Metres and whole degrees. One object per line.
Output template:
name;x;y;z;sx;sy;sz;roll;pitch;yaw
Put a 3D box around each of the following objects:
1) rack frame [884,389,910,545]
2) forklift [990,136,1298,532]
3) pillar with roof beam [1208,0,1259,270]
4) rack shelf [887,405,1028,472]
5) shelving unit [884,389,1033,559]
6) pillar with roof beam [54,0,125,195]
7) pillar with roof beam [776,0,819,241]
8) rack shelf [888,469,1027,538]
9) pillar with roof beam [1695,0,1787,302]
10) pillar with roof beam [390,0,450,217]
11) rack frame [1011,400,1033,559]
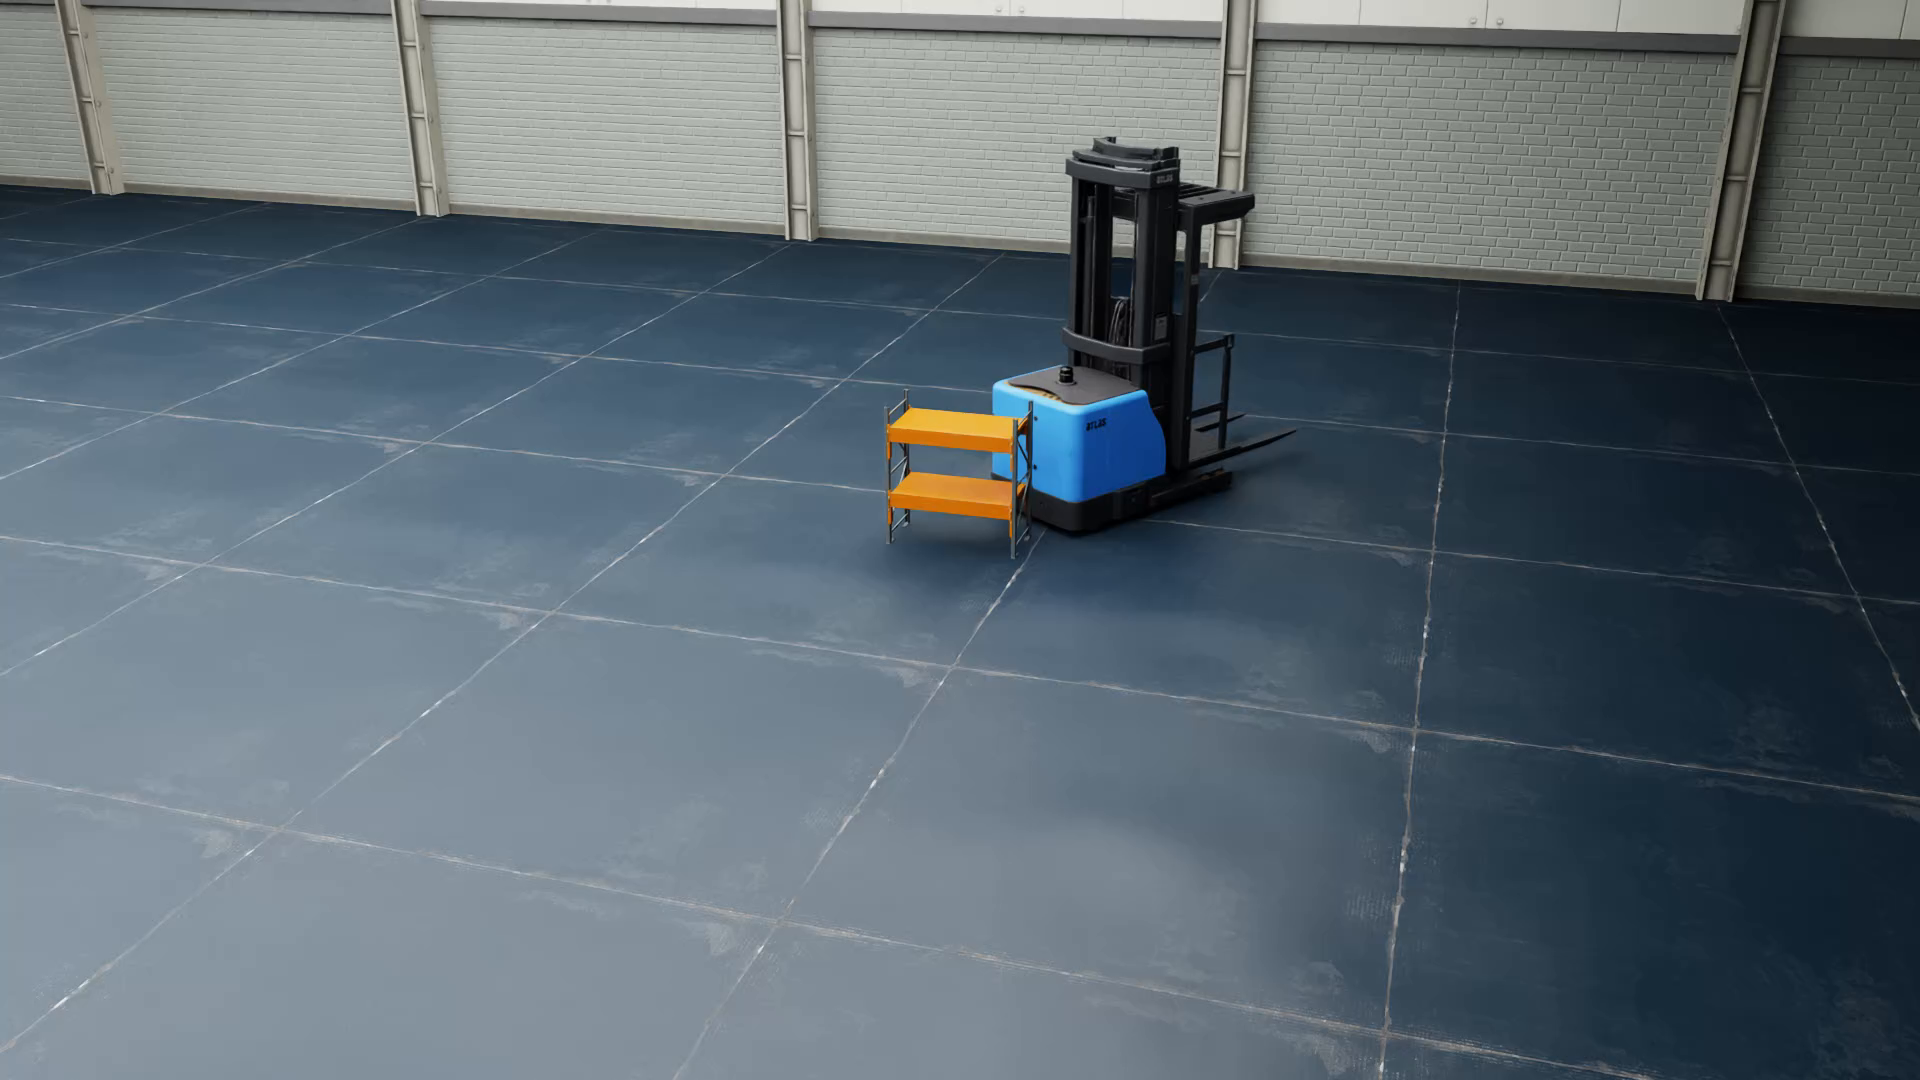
rack frame;-0.493;-0.577;13.099;0.032;1.125;0.500;7;23;16
forklift;1.696;-1.872;13.876;3.031;2.935;1.130;-18;29;-37
pillar with roof beam;2.264;-6.228;16.500;0.400;9.000;9.100;7;23;16
rack shelf;-0.006;-0.792;12.852;1.000;0.278;0.538;7;23;16
shelving unit;-0.006;-0.521;12.963;1.048;1.125;0.538;7;23;16
pillar with roof beam;-14.969;-8.201;21.311;0.400;9.000;9.100;7;23;16
pillar with roof beam;-3.480;-6.886;18.104;0.400;9.000;9.100;7;23;16
rack shelf;-0.006;-0.295;13.056;1.000;0.278;0.538;7;23;16
pillar with roof beam;8.008;-5.570;14.897;0.400;9.000;9.100;7;23;16
pillar with roof beam;-9.224;-7.543;19.707;0.400;9.000;9.100;7;23;16
rack frame;0.480;-0.465;12.828;0.032;1.125;0.500;7;23;16
